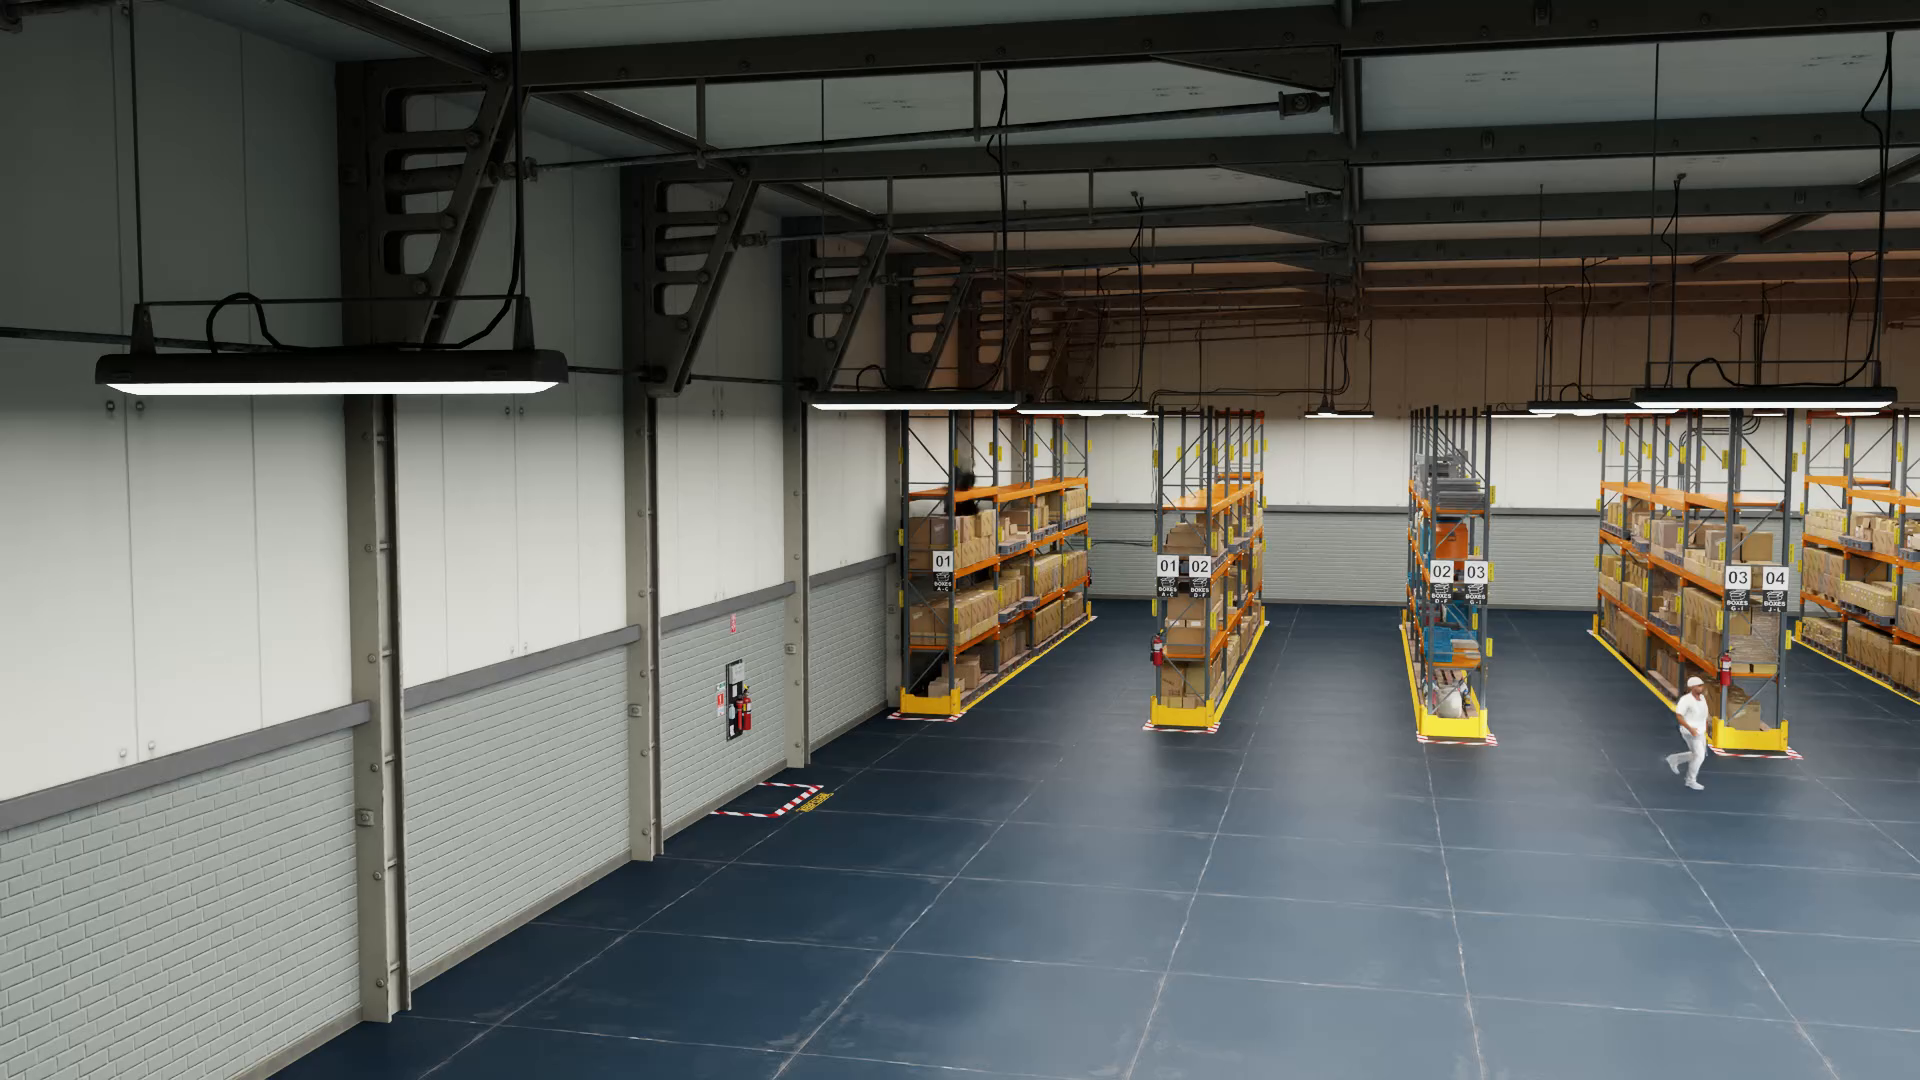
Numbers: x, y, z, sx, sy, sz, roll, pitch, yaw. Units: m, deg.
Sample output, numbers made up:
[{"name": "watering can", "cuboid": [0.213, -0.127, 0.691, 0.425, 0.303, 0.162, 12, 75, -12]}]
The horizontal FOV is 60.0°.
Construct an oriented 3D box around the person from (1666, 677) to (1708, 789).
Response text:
[{"name": "person", "cuboid": [11.395, 2.993, 26.063, 0.704, 1.748, 0.656, -3, 5, -39]}]
